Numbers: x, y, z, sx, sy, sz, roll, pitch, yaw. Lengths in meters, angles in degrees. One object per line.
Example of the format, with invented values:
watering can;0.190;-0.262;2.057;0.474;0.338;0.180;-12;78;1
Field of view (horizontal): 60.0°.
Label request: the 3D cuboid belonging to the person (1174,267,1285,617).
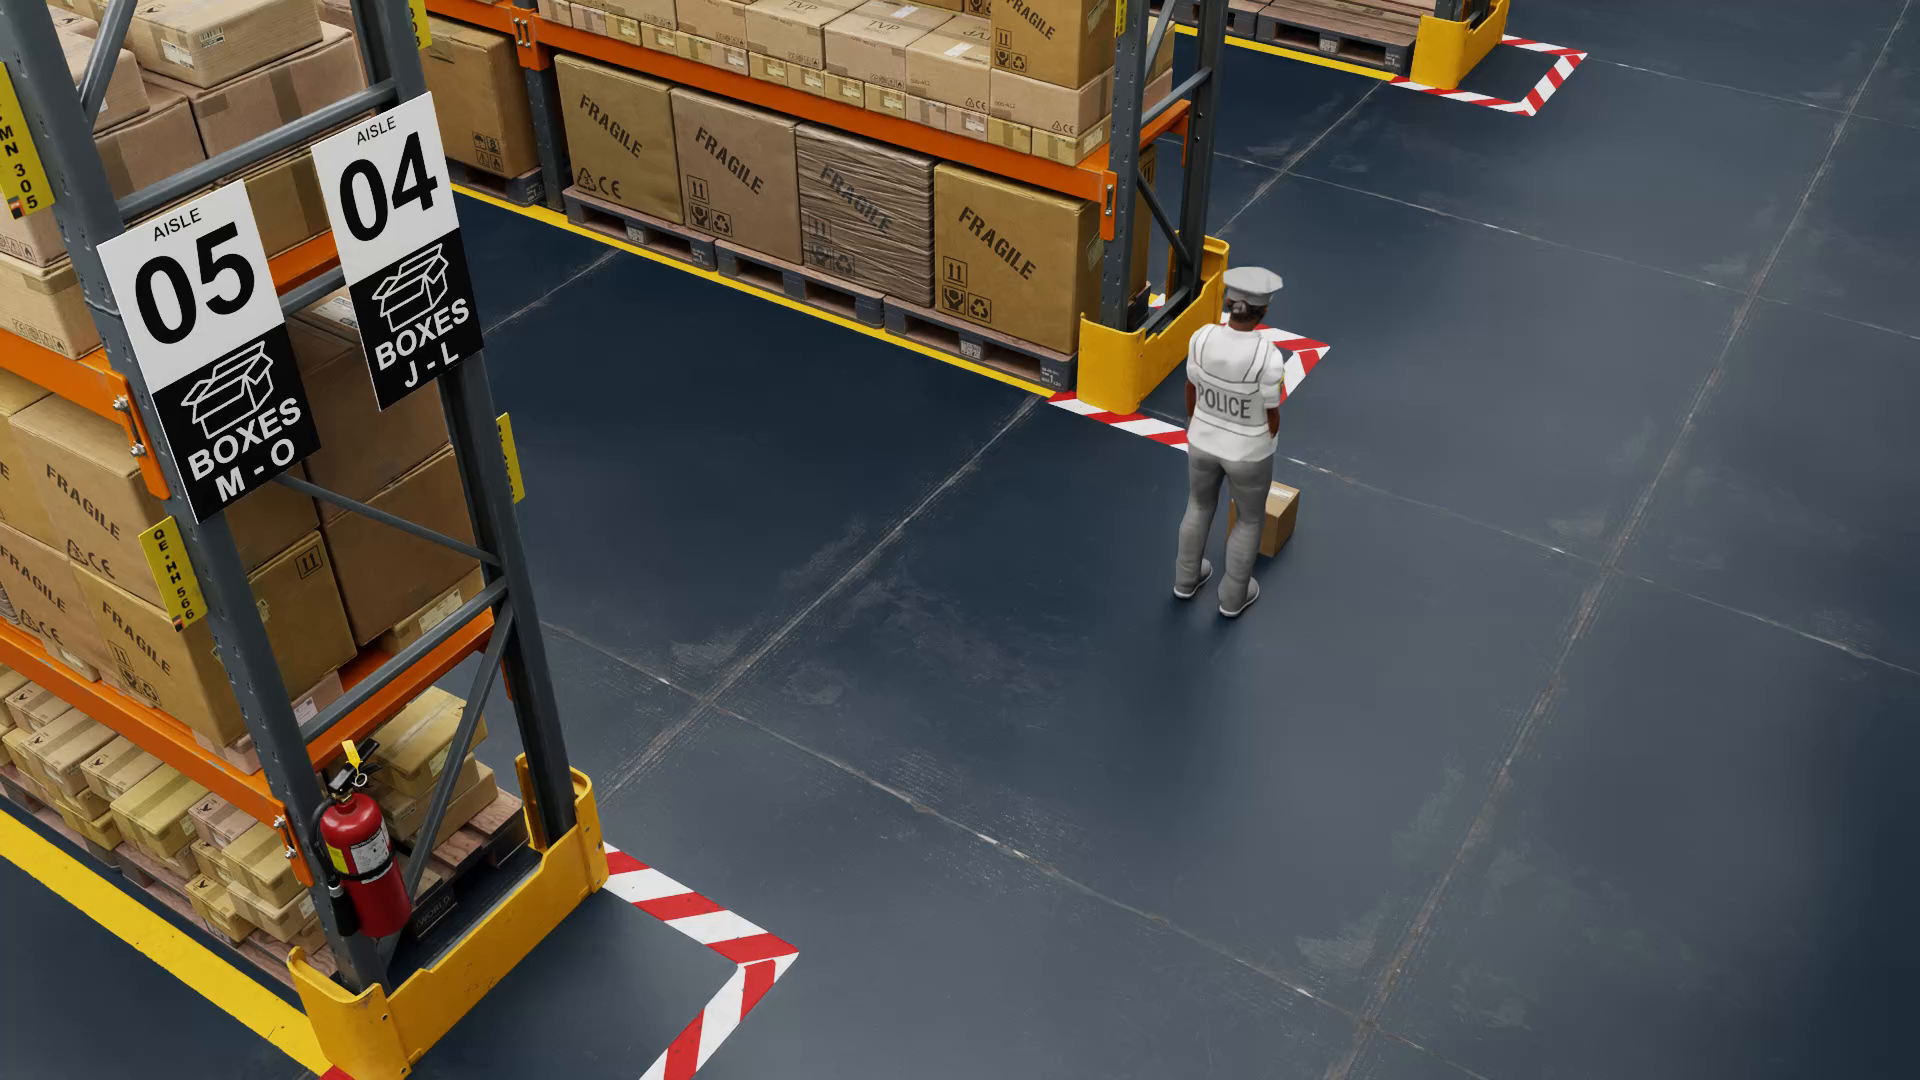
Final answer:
person;1.160;-0.406;7.204;0.443;1.651;0.351;23;44;26
